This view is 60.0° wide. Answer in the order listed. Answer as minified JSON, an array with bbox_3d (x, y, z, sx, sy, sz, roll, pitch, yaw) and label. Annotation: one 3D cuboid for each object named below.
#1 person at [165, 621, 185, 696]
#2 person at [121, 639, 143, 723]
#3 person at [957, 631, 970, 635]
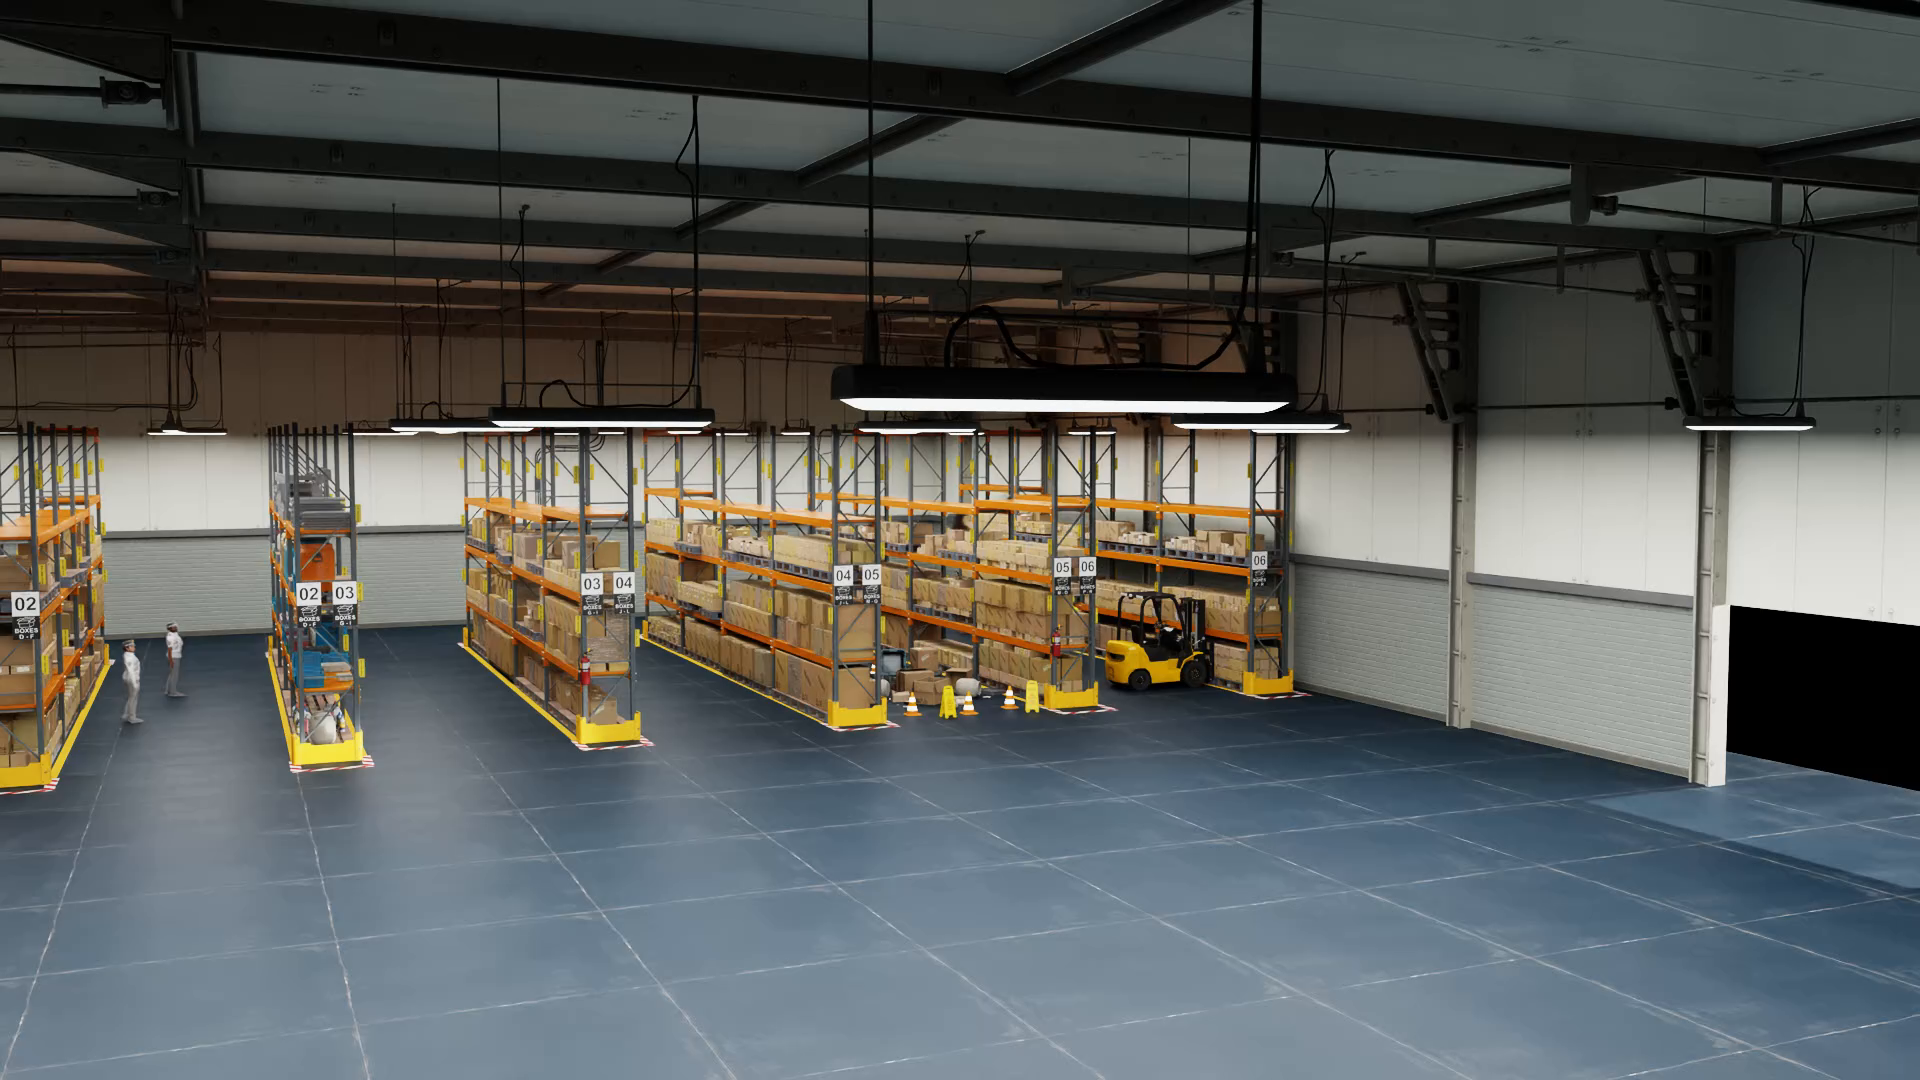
[{"bbox_3d":[-17.395,2.634,36.826,0.433,1.723,0.515,-2,4,-29],"label":"person"},{"bbox_3d":[-16.628,2.831,33.413,0.499,1.689,0.371,3,5,44],"label":"person"},{"bbox_3d":[0.095,1.934,48.596,0.379,1.651,0.540,-3,5,-41],"label":"person"}]
